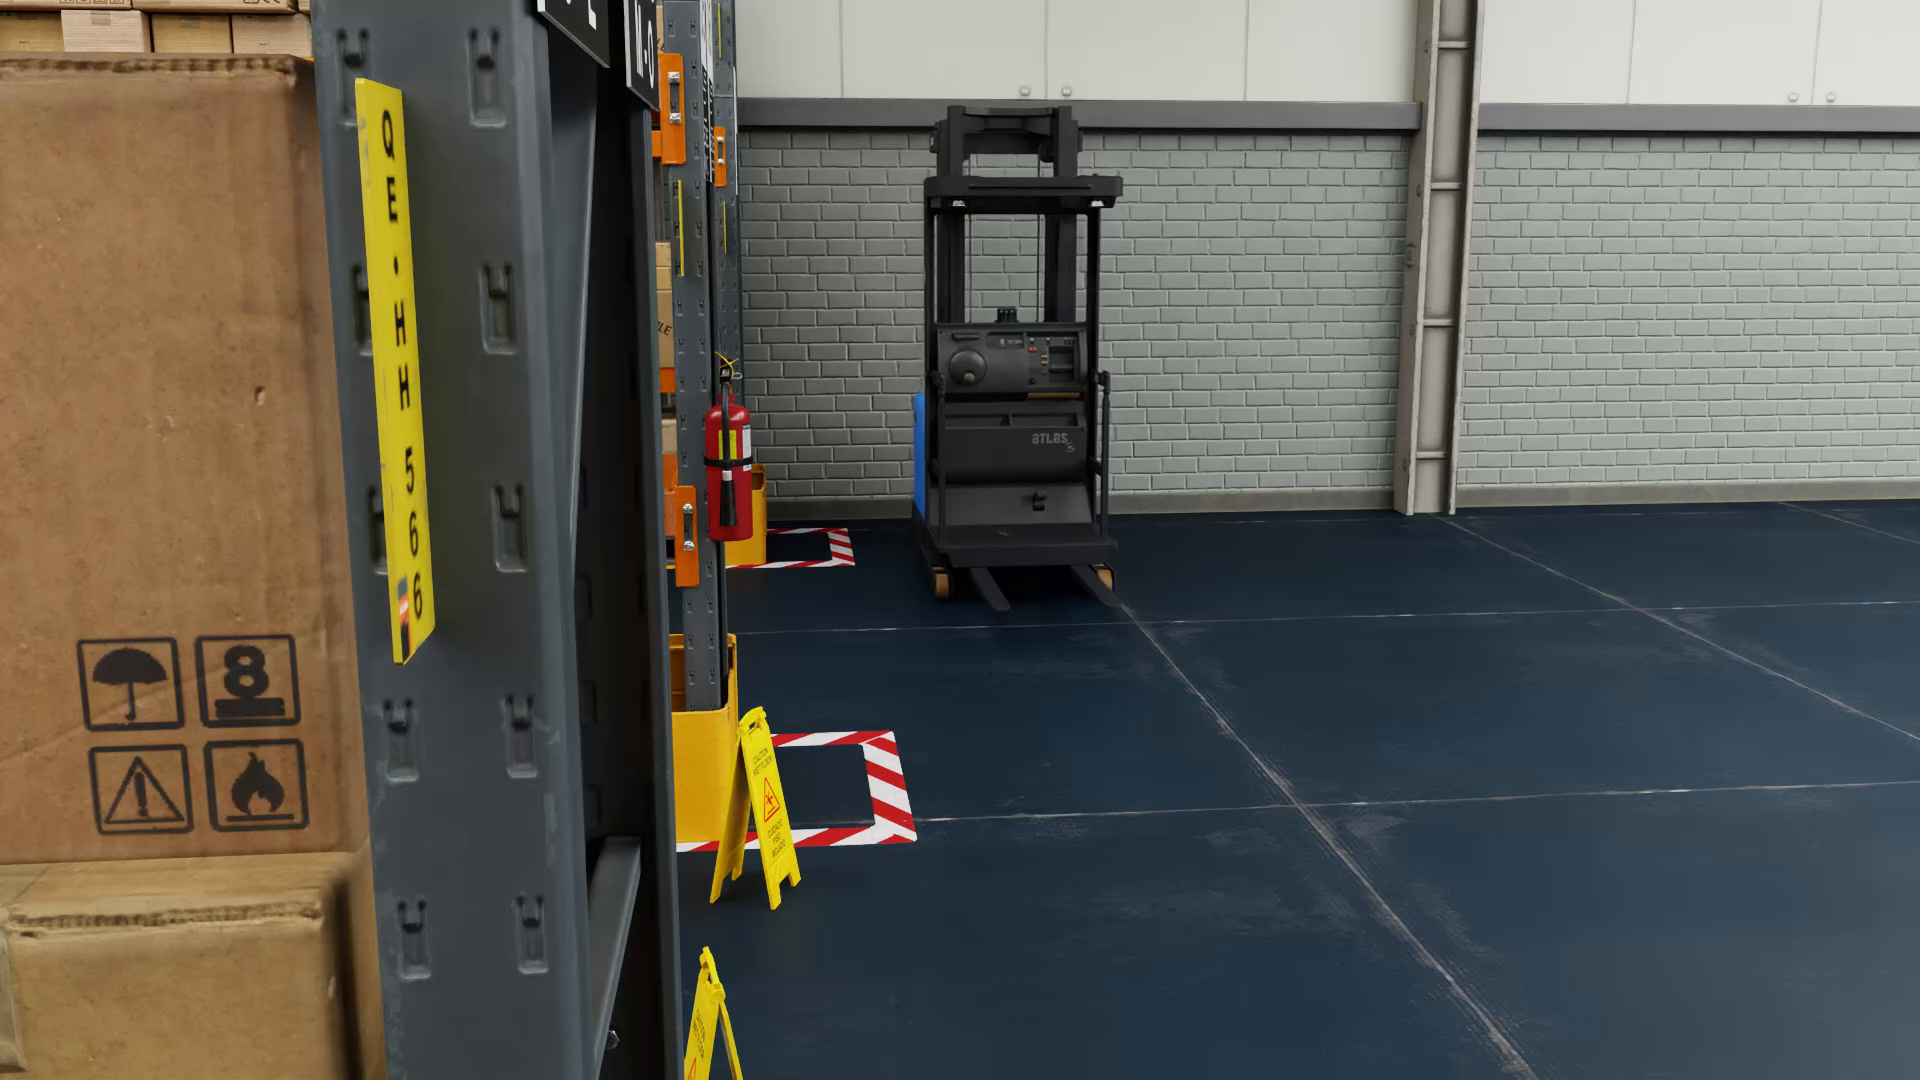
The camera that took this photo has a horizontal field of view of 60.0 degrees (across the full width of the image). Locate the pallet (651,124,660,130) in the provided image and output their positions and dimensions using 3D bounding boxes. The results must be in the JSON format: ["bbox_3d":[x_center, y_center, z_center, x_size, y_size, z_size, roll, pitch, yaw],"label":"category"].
[{"bbox_3d":[-2.252,-2.834,10.963,1.213,0.211,1.003,-1,11,-6],"label":"pallet"}]

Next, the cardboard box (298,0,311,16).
[{"bbox_3d":[-1.988,-1.938,5.792,0.500,0.250,0.500,-1,11,-7],"label":"cardboard box"}]

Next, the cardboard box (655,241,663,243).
[{"bbox_3d":[-2.174,-1.969,11.398,0.250,0.149,0.380,-1,11,-4],"label":"cardboard box"}]

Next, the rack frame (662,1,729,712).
[{"bbox_3d":[-1.006,-0.464,6.452,0.127,3.000,1.000,-1,11,-6],"label":"rack frame"}]

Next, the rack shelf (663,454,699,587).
[{"bbox_3d":[-2.995,-0.069,6.309,4.000,0.370,1.077,-1,11,-6],"label":"rack shelf"}]

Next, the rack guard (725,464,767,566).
[{"bbox_3d":[-1.522,-0.190,11.537,0.348,0.500,1.175,-1,11,-6],"label":"rack guard"}]

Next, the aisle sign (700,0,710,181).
[{"bbox_3d":[-0.913,-1.685,5.924,0.004,0.787,0.394,-1,11,-6],"label":"aisle sign"}]

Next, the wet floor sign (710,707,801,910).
[{"bbox_3d":[-0.702,0.893,5.655,0.232,0.644,0.267,3,11,14],"label":"wet floor sign"}]

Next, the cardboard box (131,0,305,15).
[{"bbox_3d":[-2.501,-1.924,5.719,0.500,0.250,0.500,-1,11,-4],"label":"cardboard box"}]

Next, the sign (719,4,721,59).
[{"bbox_3d":[-1.501,-3.179,10.395,0.005,0.325,0.100,-1,11,-6],"label":"sign"}]

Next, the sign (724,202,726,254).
[{"bbox_3d":[-1.501,-1.996,10.628,0.005,0.325,0.100,-1,11,-6],"label":"sign"}]

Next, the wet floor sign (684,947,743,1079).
[{"bbox_3d":[-0.556,1.258,3.795,0.232,0.644,0.267,-3,12,-16],"label":"wet floor sign"}]

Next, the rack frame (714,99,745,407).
[{"bbox_3d":[-1.546,-1.416,11.293,0.127,3.000,1.000,-1,11,-6],"label":"rack frame"}]

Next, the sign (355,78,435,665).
[{"bbox_3d":[-0.326,-0.097,0.968,0.005,0.325,0.100,-1,11,-6],"label":"sign"}]

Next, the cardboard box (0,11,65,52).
[{"bbox_3d":[-3.111,-1.721,5.719,0.250,0.149,0.380,-1,11,-6],"label":"cardboard box"}]

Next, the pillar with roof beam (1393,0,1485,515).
[{"bbox_3d":[4.094,-3.817,7.956,0.400,9.000,9.100,-1,11,-6],"label":"pillar with roof beam"}]

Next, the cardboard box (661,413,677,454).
[{"bbox_3d":[-1.970,-0.694,11.068,0.500,0.250,0.500,-1,11,-4],"label":"cardboard box"}]

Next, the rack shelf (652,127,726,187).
[{"bbox_3d":[-3.534,-2.493,10.861,4.000,0.370,1.077,-1,11,-6],"label":"rack shelf"}]

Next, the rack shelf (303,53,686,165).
[{"bbox_3d":[-2.995,-1.541,6.020,4.000,0.370,1.077,-1,11,-6],"label":"rack shelf"}]

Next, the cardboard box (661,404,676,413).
[{"bbox_3d":[-2.044,-0.789,11.555,0.500,0.250,0.500,-1,11,-7],"label":"cardboard box"}]

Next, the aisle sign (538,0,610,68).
[{"bbox_3d":[-0.268,-0.736,1.098,0.004,0.787,0.394,-1,11,-6],"label":"aisle sign"}]

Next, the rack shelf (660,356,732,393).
[{"bbox_3d":[-3.534,-1.021,11.151,4.000,0.370,1.077,-1,11,-6],"label":"rack shelf"}]

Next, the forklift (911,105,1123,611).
[{"bbox_3d":[0.350,-1.146,10.099,1.130,2.935,3.031,-1,11,-7],"label":"forklift"}]

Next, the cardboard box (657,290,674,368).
[{"bbox_3d":[-2.007,-1.404,10.975,0.500,0.500,0.500,-1,11,-7],"label":"cardboard box"}]

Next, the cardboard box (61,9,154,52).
[{"bbox_3d":[-2.853,-1.711,5.670,0.250,0.149,0.380,-1,11,-7],"label":"cardboard box"}]

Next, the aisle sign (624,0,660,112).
[{"bbox_3d":[-0.333,-0.851,1.683,0.004,0.787,0.394,-1,11,-6],"label":"aisle sign"}]

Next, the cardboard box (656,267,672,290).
[{"bbox_3d":[-1.860,-1.722,10.911,0.250,0.149,0.380,-1,11,-5],"label":"cardboard box"}]

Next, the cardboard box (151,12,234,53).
[{"bbox_3d":[-2.607,-1.730,5.767,0.250,0.149,0.380,-2,11,-8],"label":"cardboard box"}]

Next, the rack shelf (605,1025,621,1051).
[{"bbox_3d":[-2.360,0.878,1.491,4.000,0.370,1.077,-1,11,-6],"label":"rack shelf"}]

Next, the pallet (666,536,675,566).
[{"bbox_3d":[-2.302,-0.024,11.440,1.213,0.211,1.003,-1,11,-6],"label":"pallet"}]

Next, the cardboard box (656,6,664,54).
[{"bbox_3d":[-1.960,-3.136,10.659,0.500,0.500,0.500,-1,11,-4],"label":"cardboard box"}]

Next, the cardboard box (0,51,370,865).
[{"bbox_3d":[-0.744,-0.120,1.513,0.550,0.550,0.875,-1,11,-6],"label":"cardboard box"}]

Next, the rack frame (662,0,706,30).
[{"bbox_3d":[-1.006,-3.408,5.873,0.127,3.000,1.000,-1,11,-6],"label":"rack frame"}]

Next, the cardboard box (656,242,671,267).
[{"bbox_3d":[-1.879,-1.881,10.949,0.250,0.149,0.380,-1,11,-6],"label":"cardboard box"}]

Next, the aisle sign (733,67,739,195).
[{"bbox_3d":[-1.449,-2.636,10.763,0.004,0.787,0.394,-1,11,-6],"label":"aisle sign"}]

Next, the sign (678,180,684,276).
[{"bbox_3d":[-0.966,-1.080,5.766,0.005,0.325,0.100,-1,11,-6],"label":"sign"}]

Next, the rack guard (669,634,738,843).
[{"bbox_3d":[-1.082,0.764,6.685,0.348,0.500,1.175,-1,11,-6],"label":"rack guard"}]

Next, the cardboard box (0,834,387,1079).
[{"bbox_3d":[-0.735,0.426,1.536,0.550,0.550,0.875,-1,11,-6],"label":"cardboard box"}]

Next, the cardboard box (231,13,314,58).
[{"bbox_3d":[-2.344,-1.734,5.788,0.250,0.149,0.380,-1,11,-7],"label":"cardboard box"}]

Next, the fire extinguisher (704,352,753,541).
[{"bbox_3d":[-0.843,-0.340,6.022,0.183,0.674,0.296,-1,11,-6],"label":"fire extinguisher"}]

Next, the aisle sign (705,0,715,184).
[{"bbox_3d":[-0.978,-1.800,6.510,0.004,0.787,0.394,-1,11,-6],"label":"aisle sign"}]

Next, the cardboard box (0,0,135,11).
[{"bbox_3d":[-3.003,-1.913,5.663,0.500,0.250,0.500,-1,11,-6],"label":"cardboard box"}]

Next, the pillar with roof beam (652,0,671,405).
[{"bbox_3d":[-1.871,-3.692,7.320,0.400,9.000,9.100,-1,11,-6],"label":"pillar with roof beam"}]

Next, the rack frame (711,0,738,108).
[{"bbox_3d":[-1.546,-4.359,10.714,0.127,3.000,1.000,-1,11,-6],"label":"rack frame"}]
